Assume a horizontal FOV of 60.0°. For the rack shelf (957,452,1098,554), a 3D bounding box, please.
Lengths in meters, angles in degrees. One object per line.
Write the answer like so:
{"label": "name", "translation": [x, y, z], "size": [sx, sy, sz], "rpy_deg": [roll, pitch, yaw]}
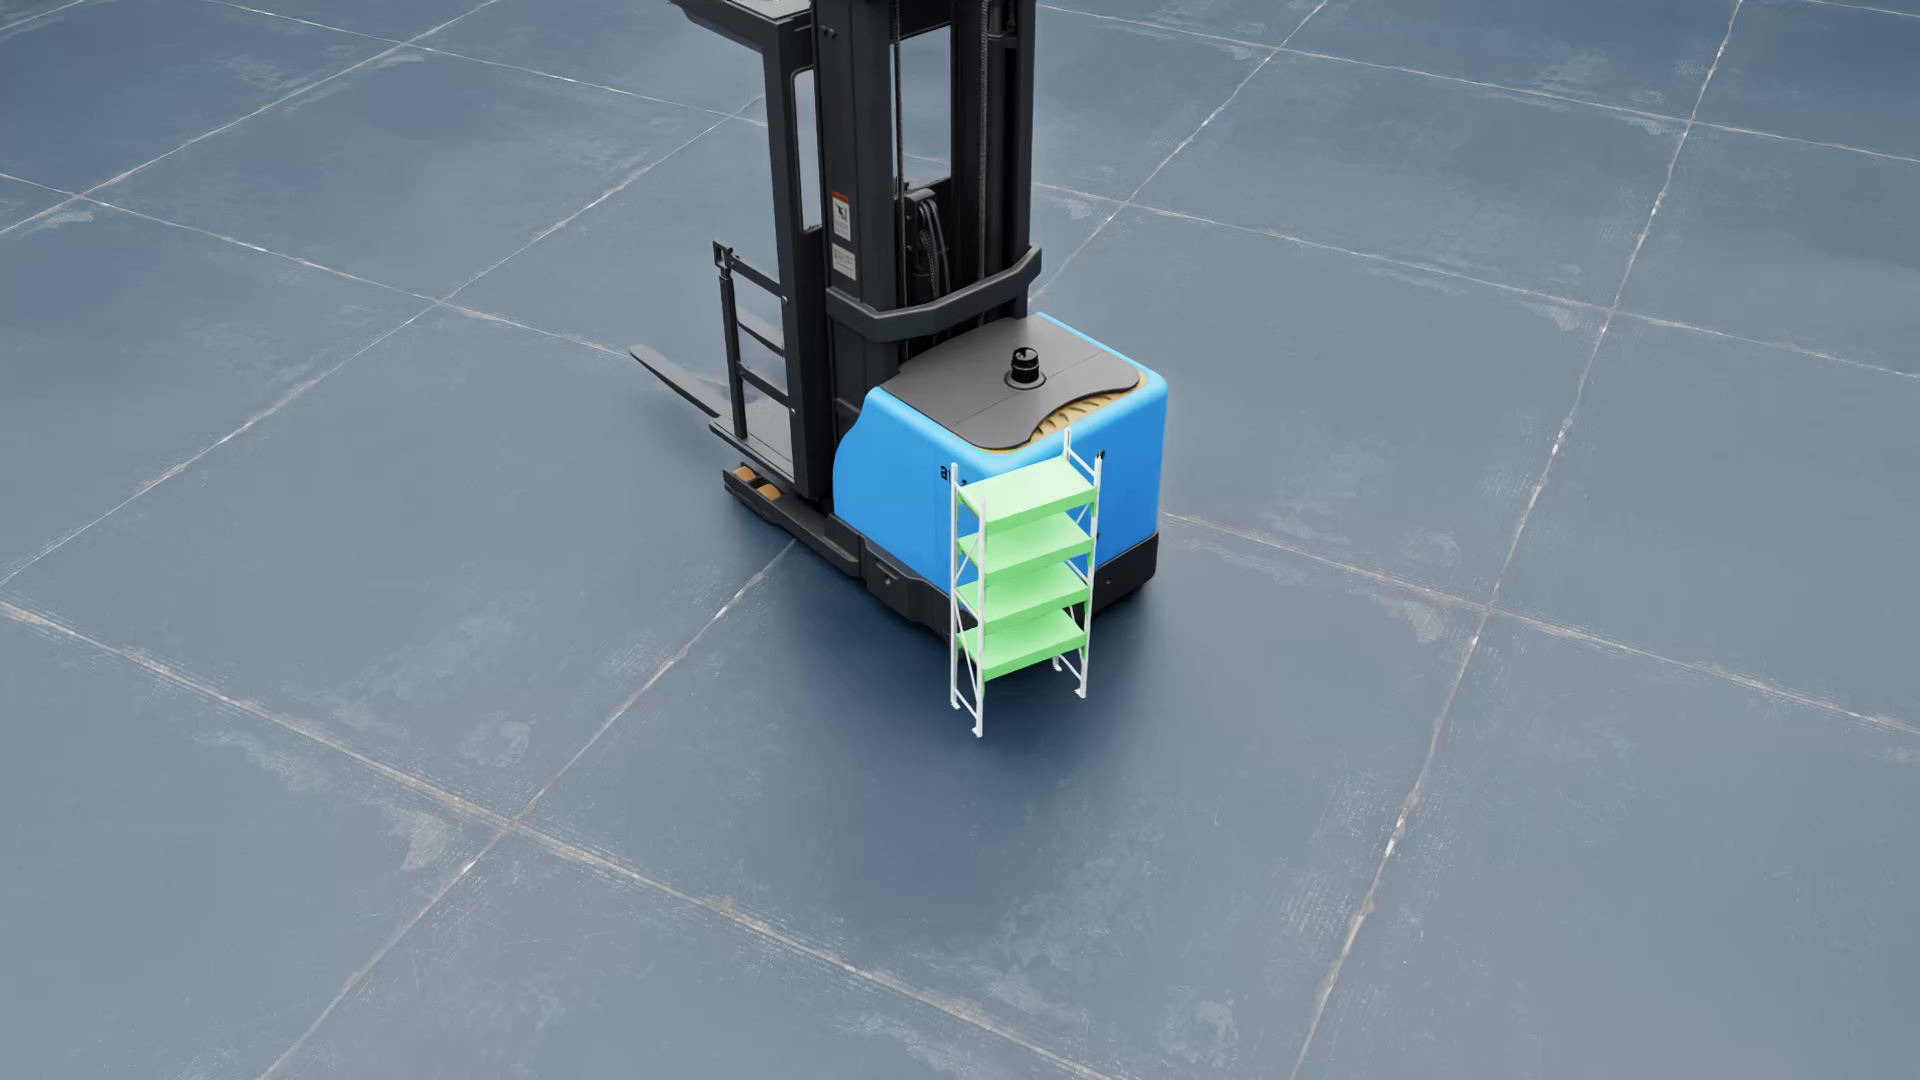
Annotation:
{"label": "rack shelf", "translation": [0.245, -0.143, 6.256], "size": [0.480, 0.148, 0.258], "rpy_deg": [-18, 41, -22]}

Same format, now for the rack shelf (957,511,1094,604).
{"label": "rack shelf", "translation": [0.244, 0.047, 6.403], "size": [0.480, 0.148, 0.258], "rpy_deg": [-18, 41, -22]}

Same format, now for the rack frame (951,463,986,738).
{"label": "rack frame", "translation": [0.029, 0.256, 6.418], "size": [0.015, 1.200, 0.240], "rpy_deg": [-18, 41, -22]}

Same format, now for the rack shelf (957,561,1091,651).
{"label": "rack shelf", "translation": [0.243, 0.237, 6.550], "size": [0.480, 0.148, 0.258], "rpy_deg": [-18, 41, -22]}

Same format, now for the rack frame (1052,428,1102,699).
{"label": "rack frame", "translation": [0.458, 0.116, 6.603], "size": [0.015, 1.200, 0.240], "rpy_deg": [-18, 41, -22]}

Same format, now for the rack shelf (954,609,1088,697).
{"label": "rack shelf", "translation": [0.242, 0.427, 6.696], "size": [0.480, 0.148, 0.258], "rpy_deg": [-18, 41, -22]}

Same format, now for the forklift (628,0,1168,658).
{"label": "forklift", "translation": [-0.480, -1.447, 7.232], "size": [1.130, 2.935, 3.031], "rpy_deg": [-28, 46, -32]}

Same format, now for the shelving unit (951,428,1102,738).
{"label": "shelving unit", "translation": [0.243, 0.186, 6.510], "size": [0.503, 1.200, 0.258], "rpy_deg": [-18, 41, -22]}
